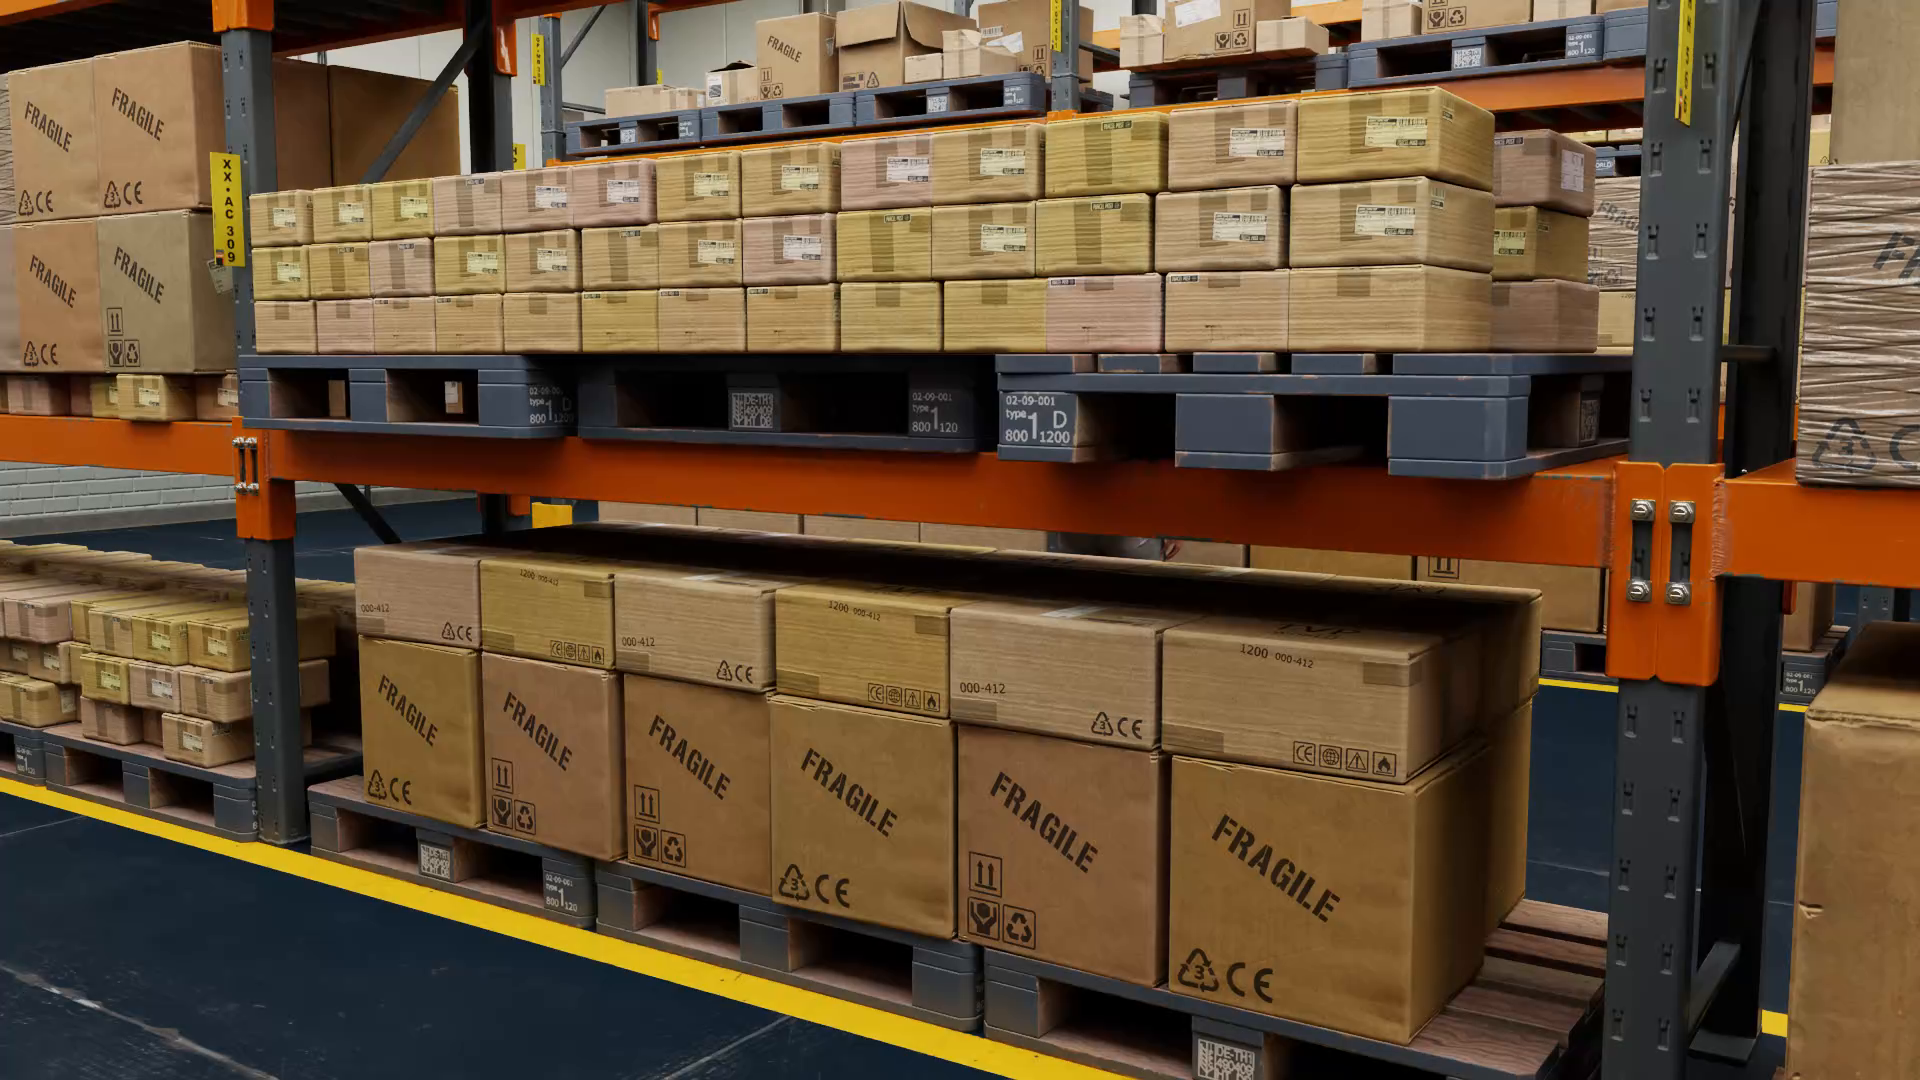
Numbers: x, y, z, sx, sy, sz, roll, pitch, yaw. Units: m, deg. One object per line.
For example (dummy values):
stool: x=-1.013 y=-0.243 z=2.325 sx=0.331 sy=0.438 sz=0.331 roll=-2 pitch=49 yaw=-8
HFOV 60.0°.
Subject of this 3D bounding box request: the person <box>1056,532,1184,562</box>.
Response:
person: x=0.598 y=-0.091 z=6.476 sx=0.581 sy=1.772 sz=0.460 roll=4 pitch=8 yaw=34
